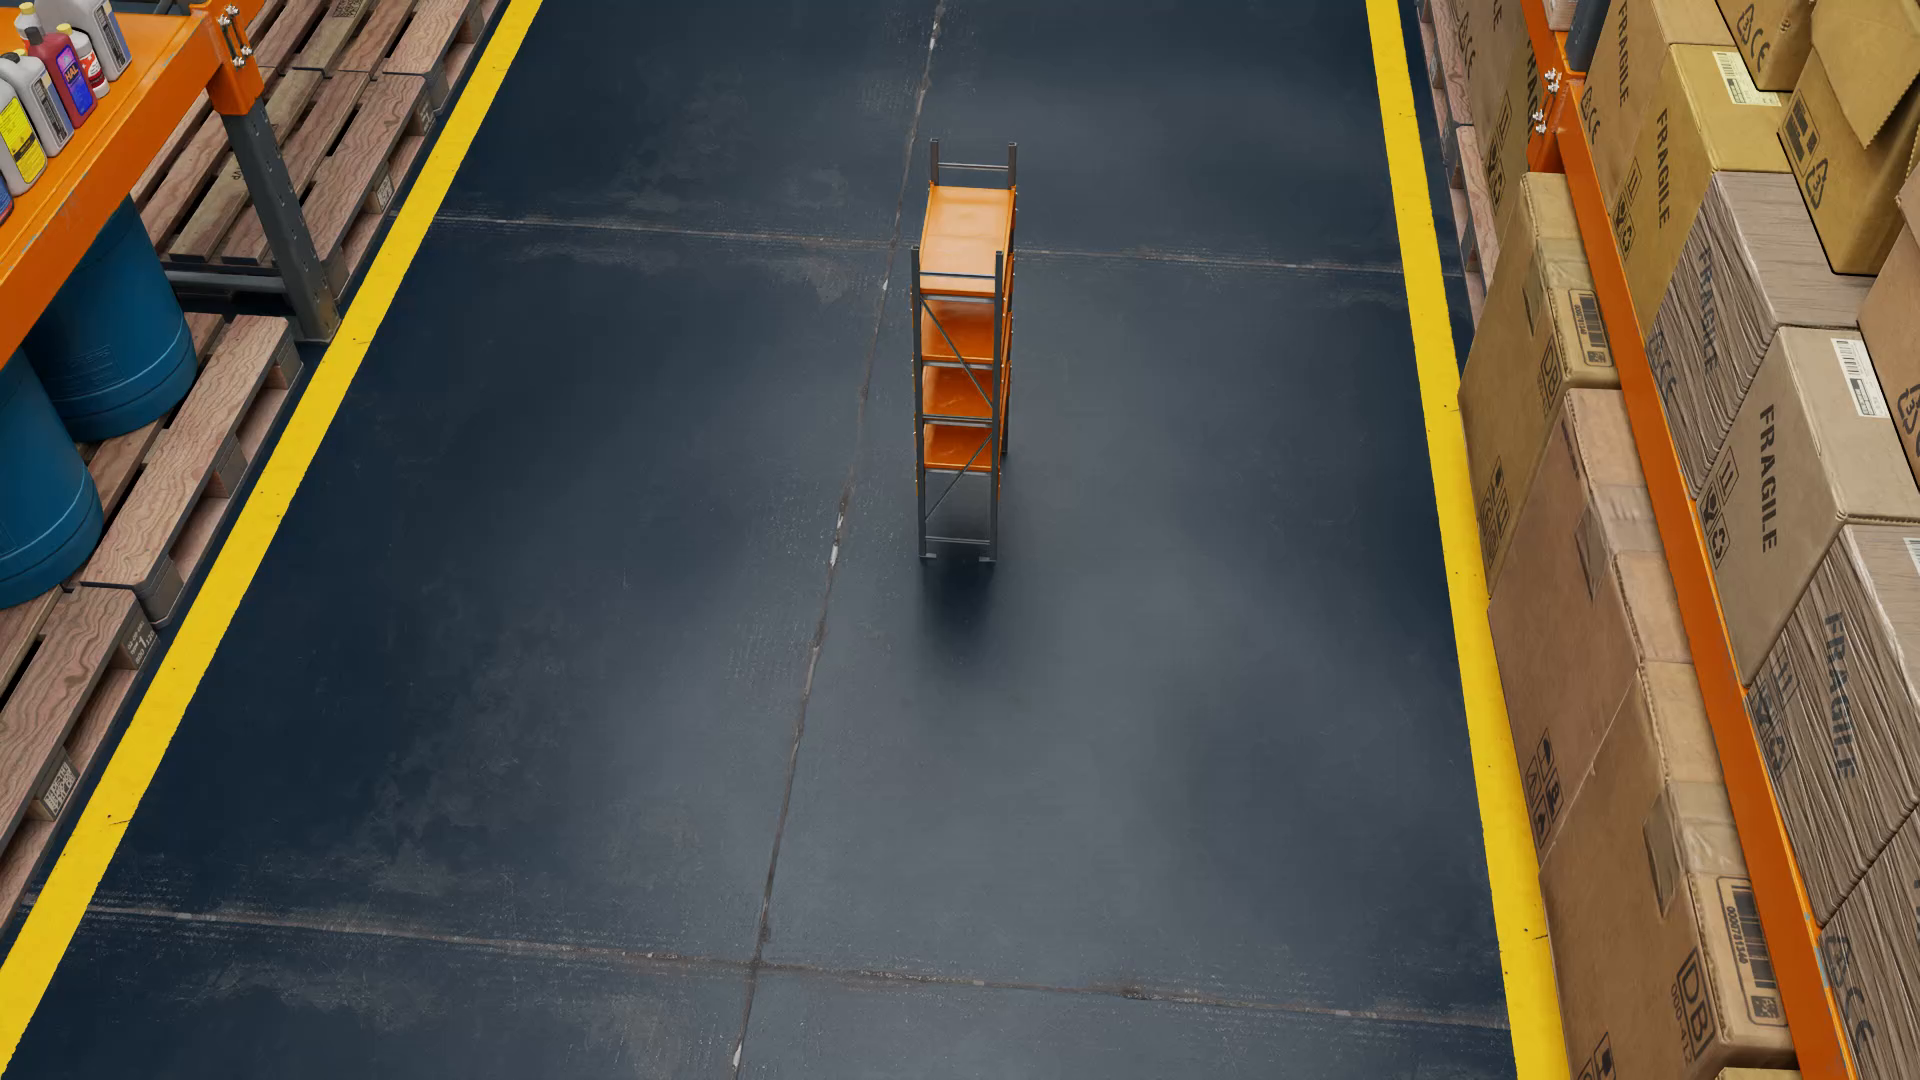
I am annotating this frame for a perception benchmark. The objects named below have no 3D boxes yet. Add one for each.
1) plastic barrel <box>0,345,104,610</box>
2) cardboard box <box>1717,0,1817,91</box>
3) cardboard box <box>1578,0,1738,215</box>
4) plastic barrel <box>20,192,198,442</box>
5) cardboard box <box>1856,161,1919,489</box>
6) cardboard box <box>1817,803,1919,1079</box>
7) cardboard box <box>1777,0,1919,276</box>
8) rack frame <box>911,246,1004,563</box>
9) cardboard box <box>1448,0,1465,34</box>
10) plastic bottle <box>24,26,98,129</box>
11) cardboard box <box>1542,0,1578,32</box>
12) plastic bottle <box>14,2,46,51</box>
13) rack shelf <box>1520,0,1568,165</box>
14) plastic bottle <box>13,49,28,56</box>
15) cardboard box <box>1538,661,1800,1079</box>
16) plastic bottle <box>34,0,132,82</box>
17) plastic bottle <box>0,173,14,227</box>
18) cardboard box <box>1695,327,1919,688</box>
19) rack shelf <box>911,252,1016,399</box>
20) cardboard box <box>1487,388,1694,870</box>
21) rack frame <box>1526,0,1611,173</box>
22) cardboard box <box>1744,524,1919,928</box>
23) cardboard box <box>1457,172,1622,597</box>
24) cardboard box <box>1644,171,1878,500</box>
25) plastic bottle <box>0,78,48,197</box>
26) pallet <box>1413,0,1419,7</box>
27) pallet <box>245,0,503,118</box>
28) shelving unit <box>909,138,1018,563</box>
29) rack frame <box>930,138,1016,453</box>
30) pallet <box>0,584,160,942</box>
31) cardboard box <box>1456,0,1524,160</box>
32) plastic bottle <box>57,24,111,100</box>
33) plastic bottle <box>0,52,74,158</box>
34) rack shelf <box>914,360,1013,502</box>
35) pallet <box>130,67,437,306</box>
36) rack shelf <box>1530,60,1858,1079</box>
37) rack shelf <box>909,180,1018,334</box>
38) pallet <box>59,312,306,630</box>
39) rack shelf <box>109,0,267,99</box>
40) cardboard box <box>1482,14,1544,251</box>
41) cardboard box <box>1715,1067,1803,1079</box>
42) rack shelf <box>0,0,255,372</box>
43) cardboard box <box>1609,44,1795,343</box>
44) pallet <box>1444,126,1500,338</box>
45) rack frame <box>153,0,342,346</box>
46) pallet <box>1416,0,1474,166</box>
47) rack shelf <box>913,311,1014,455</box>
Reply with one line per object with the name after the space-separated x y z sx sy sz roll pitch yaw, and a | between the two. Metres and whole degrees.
-2.849 -0.294 4.624 0.600 0.901 0.708 4 48 4 | plastic barrel
2.164 -1.349 3.704 0.797 0.503 0.637 3 48 3 | cardboard box
1.923 -1.159 4.210 0.500 0.500 0.500 4 48 4 | cardboard box
-2.785 -0.815 5.100 0.600 0.901 0.708 4 48 4 | plastic barrel
2.049 -0.388 2.824 0.797 0.503 0.637 5 48 5 | cardboard box
1.699 0.714 2.497 0.500 0.500 0.500 3 48 3 | cardboard box
2.090 -0.846 3.243 0.797 0.503 0.637 4 48 4 | cardboard box
-0.007 -0.347 4.755 0.240 1.200 0.015 4 48 4 | rack frame
2.517 -2.666 6.811 0.875 0.875 0.875 4 48 4 | cardboard box
-2.408 -1.256 4.445 0.061 0.283 0.133 4 48 4 | plastic bottle
1.916 -1.608 4.858 0.380 0.149 0.250 4 48 4 | cardboard box
-2.558 -1.396 4.629 0.097 0.201 0.097 0 48 0 | plastic bottle
2.396 -2.674 6.150 1.077 0.370 4.000 4 48 4 | rack shelf
-2.488 -1.220 4.468 0.097 0.201 0.097 0 48 0 | plastic bottle
2.022 0.908 3.542 1.225 0.875 0.875 4 48 4 | cardboard box
-2.432 -1.427 4.606 0.152 0.276 0.135 4 48 4 | plastic bottle
-2.493 -0.930 4.101 0.144 0.351 0.185 4 48 4 | plastic bottle
1.790 -0.042 3.188 0.500 0.500 0.500 5 48 4 | cardboard box
0.015 -0.632 4.803 0.258 0.148 0.480 4 48 4 | rack shelf
2.095 0.257 4.137 1.225 0.875 0.875 2 48 2 | cardboard box
2.214 -1.447 4.540 1.000 3.000 0.127 4 48 4 | rack frame
1.743 0.332 2.846 0.500 0.500 0.500 2 48 2 | cardboard box
2.176 -0.400 4.738 1.225 0.875 0.875 4 48 4 | cardboard box
1.832 -0.422 3.535 0.500 0.500 0.500 3 48 3 | cardboard box
-2.476 -1.066 4.225 0.144 0.351 0.185 4 48 4 | plastic bottle
2.584 -2.852 7.716 1.003 0.211 1.213 4 48 4 | pallet
-2.581 -2.281 7.193 1.003 0.211 1.213 4 48 4 | pallet
0.015 -0.527 4.918 0.258 1.200 0.503 4 48 4 | shelving unit
0.037 -0.706 5.082 0.240 1.200 0.015 4 48 4 | rack frame
-2.939 0.624 4.536 1.003 0.211 1.213 4 48 4 | pallet
2.436 -2.012 6.213 0.875 0.875 0.875 4 48 4 | cardboard box
-2.416 -1.314 4.554 0.097 0.201 0.097 0 48 0 | plastic bottle
-2.466 -1.158 4.361 0.152 0.276 0.135 4 48 4 | plastic bottle
0.015 -0.347 5.115 0.258 0.148 0.480 4 48 4 | rack shelf
-2.690 -1.382 6.371 1.003 0.211 1.213 4 48 4 | pallet
2.032 0.266 3.462 1.077 0.370 4.000 4 48 4 | rack shelf
0.015 -0.792 4.629 0.258 0.148 0.480 4 48 4 | rack shelf
-2.830 -0.274 5.358 1.003 0.211 1.213 4 48 4 | pallet
-2.536 -3.007 6.455 1.077 0.370 4.000 4 48 4 | rack shelf
2.354 -1.351 5.608 0.875 0.875 0.875 4 48 4 | cardboard box
1.933 1.562 2.944 1.225 0.875 0.875 2 48 2 | cardboard box
-2.901 -0.067 3.766 1.077 0.370 4.000 4 48 4 | rack shelf
1.878 -0.790 3.872 0.500 0.500 0.500 4 48 4 | cardboard box
2.361 -1.059 6.076 1.003 0.211 1.213 4 48 4 | pallet
-2.718 -1.780 4.845 1.000 3.000 0.127 4 48 4 | rack frame
2.470 -1.958 6.898 1.003 0.211 1.213 4 48 4 | pallet
0.015 -0.481 4.968 0.258 0.148 0.480 4 48 4 | rack shelf
